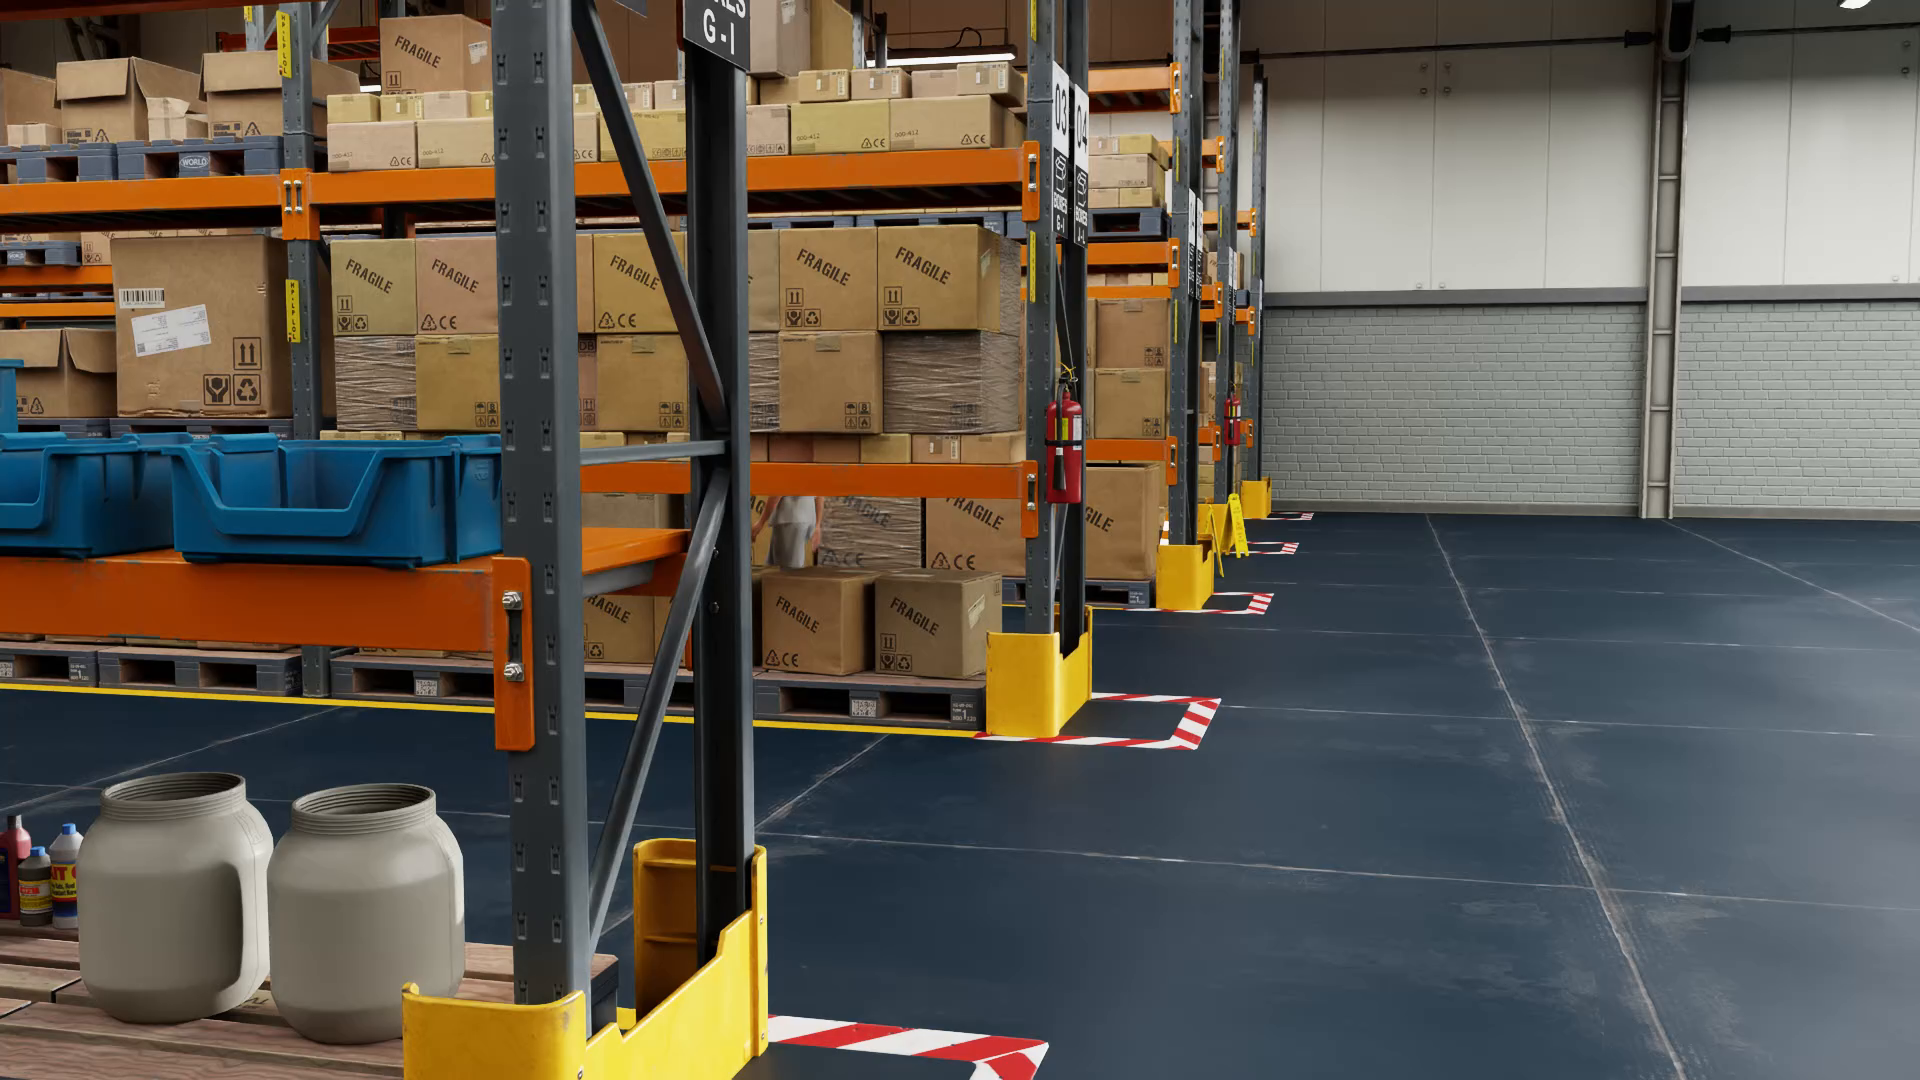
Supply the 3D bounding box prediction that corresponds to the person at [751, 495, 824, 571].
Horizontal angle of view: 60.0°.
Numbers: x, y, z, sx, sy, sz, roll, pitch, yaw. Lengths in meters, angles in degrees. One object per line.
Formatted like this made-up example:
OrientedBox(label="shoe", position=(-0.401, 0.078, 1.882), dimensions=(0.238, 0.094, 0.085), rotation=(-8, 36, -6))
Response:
OrientedBox(label="person", position=(-1.072, -0.087, 10.275), dimensions=(0.890, 1.633, 0.447), rotation=(2, 5, 18))
